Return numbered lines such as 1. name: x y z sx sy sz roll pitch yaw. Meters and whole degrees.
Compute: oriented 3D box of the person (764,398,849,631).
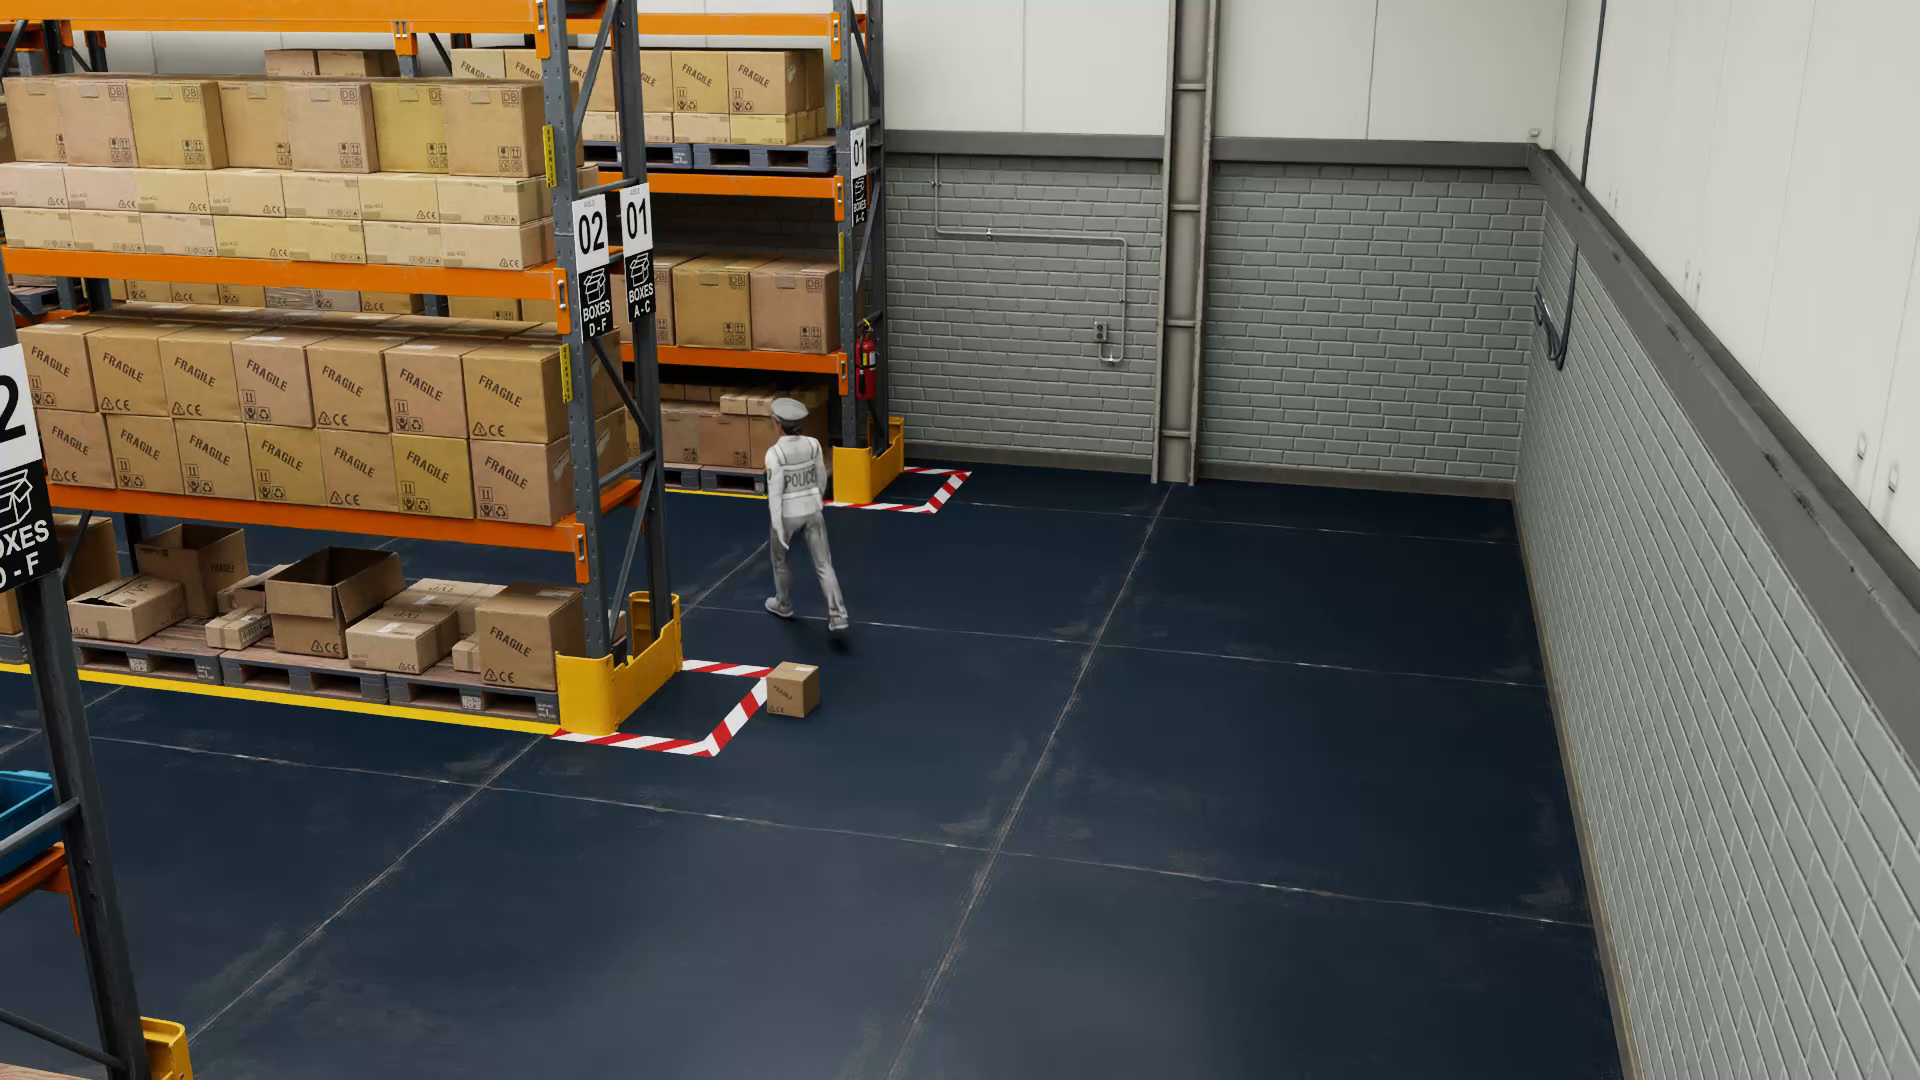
1. person: -1.105 -0.167 11.521 0.498 1.642 0.989 -10 21 -27
